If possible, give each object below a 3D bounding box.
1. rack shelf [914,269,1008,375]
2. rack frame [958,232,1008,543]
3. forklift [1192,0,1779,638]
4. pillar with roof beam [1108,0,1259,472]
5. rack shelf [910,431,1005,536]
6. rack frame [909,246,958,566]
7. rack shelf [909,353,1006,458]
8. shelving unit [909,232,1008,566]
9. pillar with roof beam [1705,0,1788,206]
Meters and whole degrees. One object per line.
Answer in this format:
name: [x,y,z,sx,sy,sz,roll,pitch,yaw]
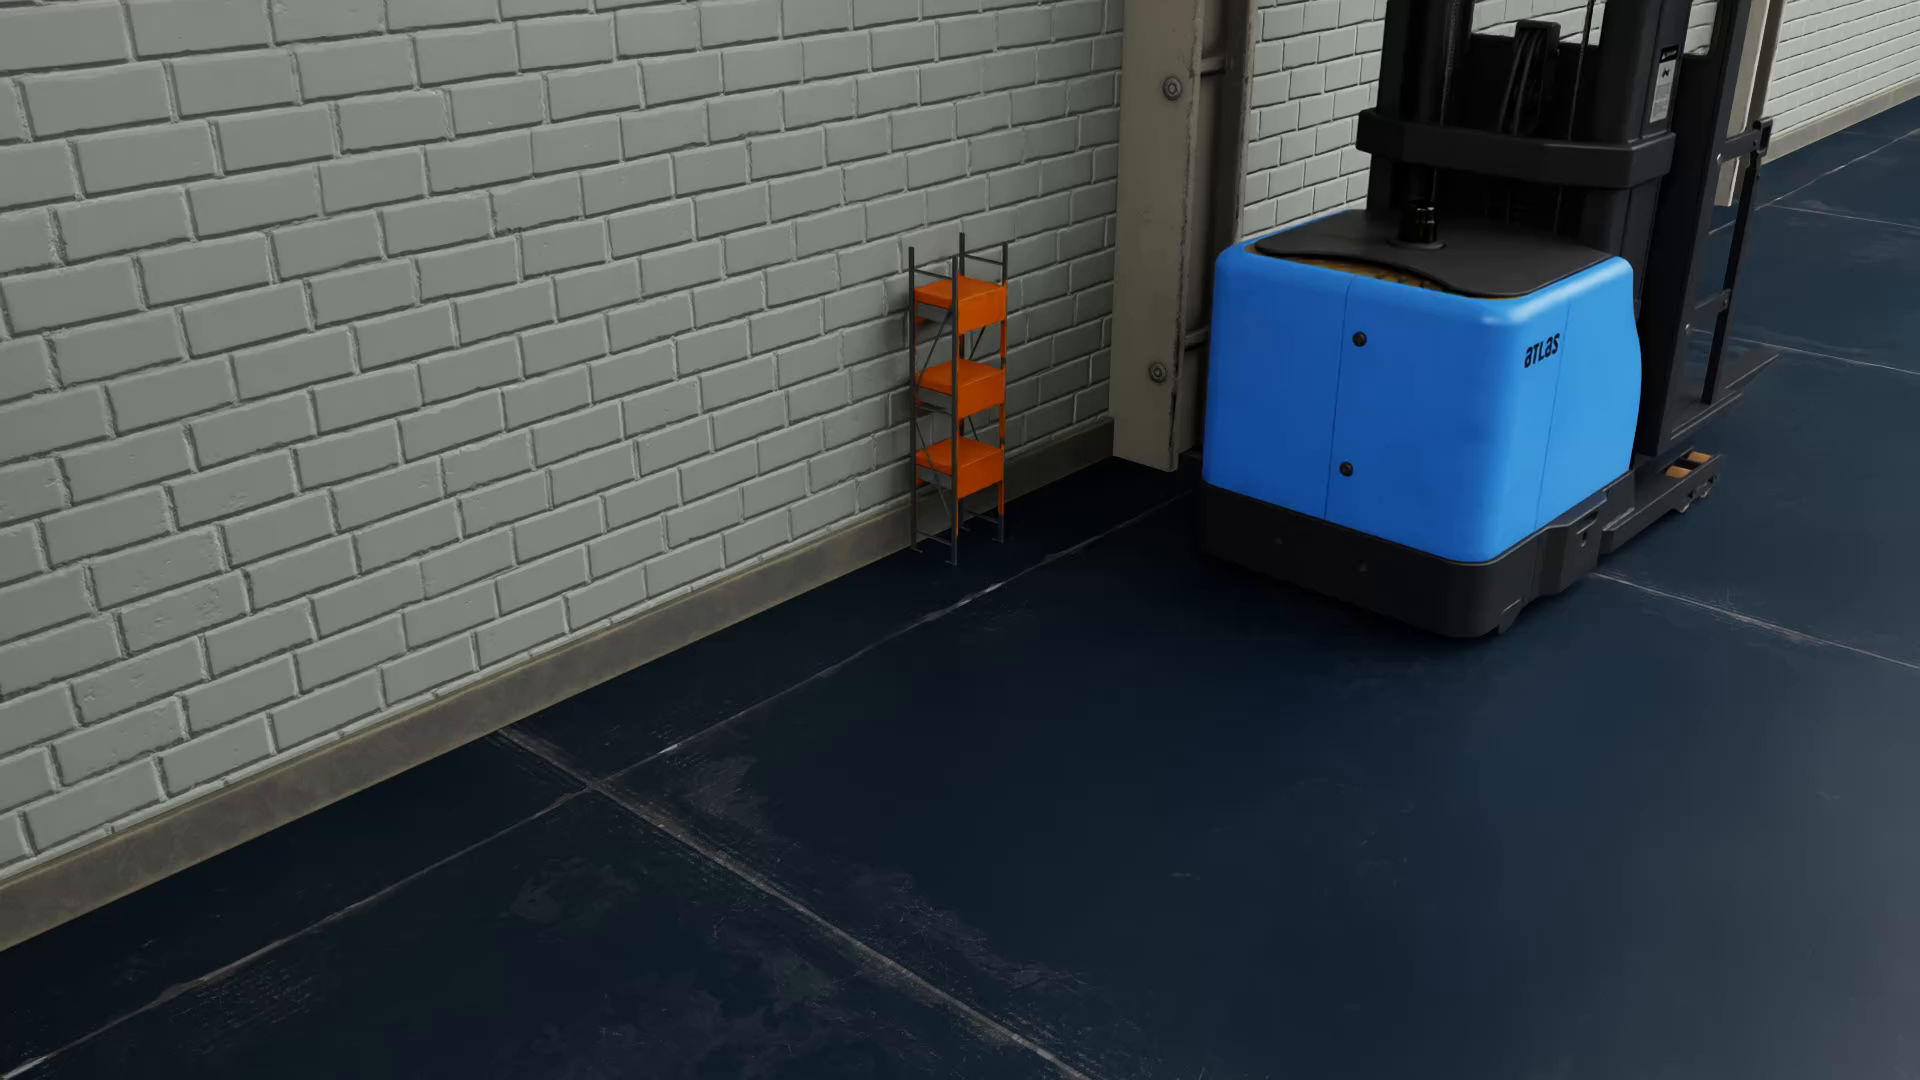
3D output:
rack shelf: [-0.005,-0.706,5.372,0.215,0.259,0.240,20,31,37]
rack frame: [0.074,-0.495,5.569,0.200,1.050,0.008,20,31,37]
forklift: [2.148,-1.562,5.651,1.130,2.935,3.031,21,32,38]
pillar with roof beam: [4.022,-3.291,2.090,9.100,9.000,0.400,20,31,38]
rack shelf: [-0.008,-0.195,5.604,0.215,0.259,0.240,20,31,37]
rack frame: [-0.087,-0.420,5.401,0.200,1.050,0.008,20,31,37]
rack shelf: [-0.007,-0.448,5.489,0.215,0.259,0.240,20,31,37]
shelving unit: [-0.006,-0.457,5.485,0.215,1.050,0.252,20,31,37]
pillar with roof beam: [8.027,-5.119,6.167,9.100,9.000,0.400,20,31,38]
